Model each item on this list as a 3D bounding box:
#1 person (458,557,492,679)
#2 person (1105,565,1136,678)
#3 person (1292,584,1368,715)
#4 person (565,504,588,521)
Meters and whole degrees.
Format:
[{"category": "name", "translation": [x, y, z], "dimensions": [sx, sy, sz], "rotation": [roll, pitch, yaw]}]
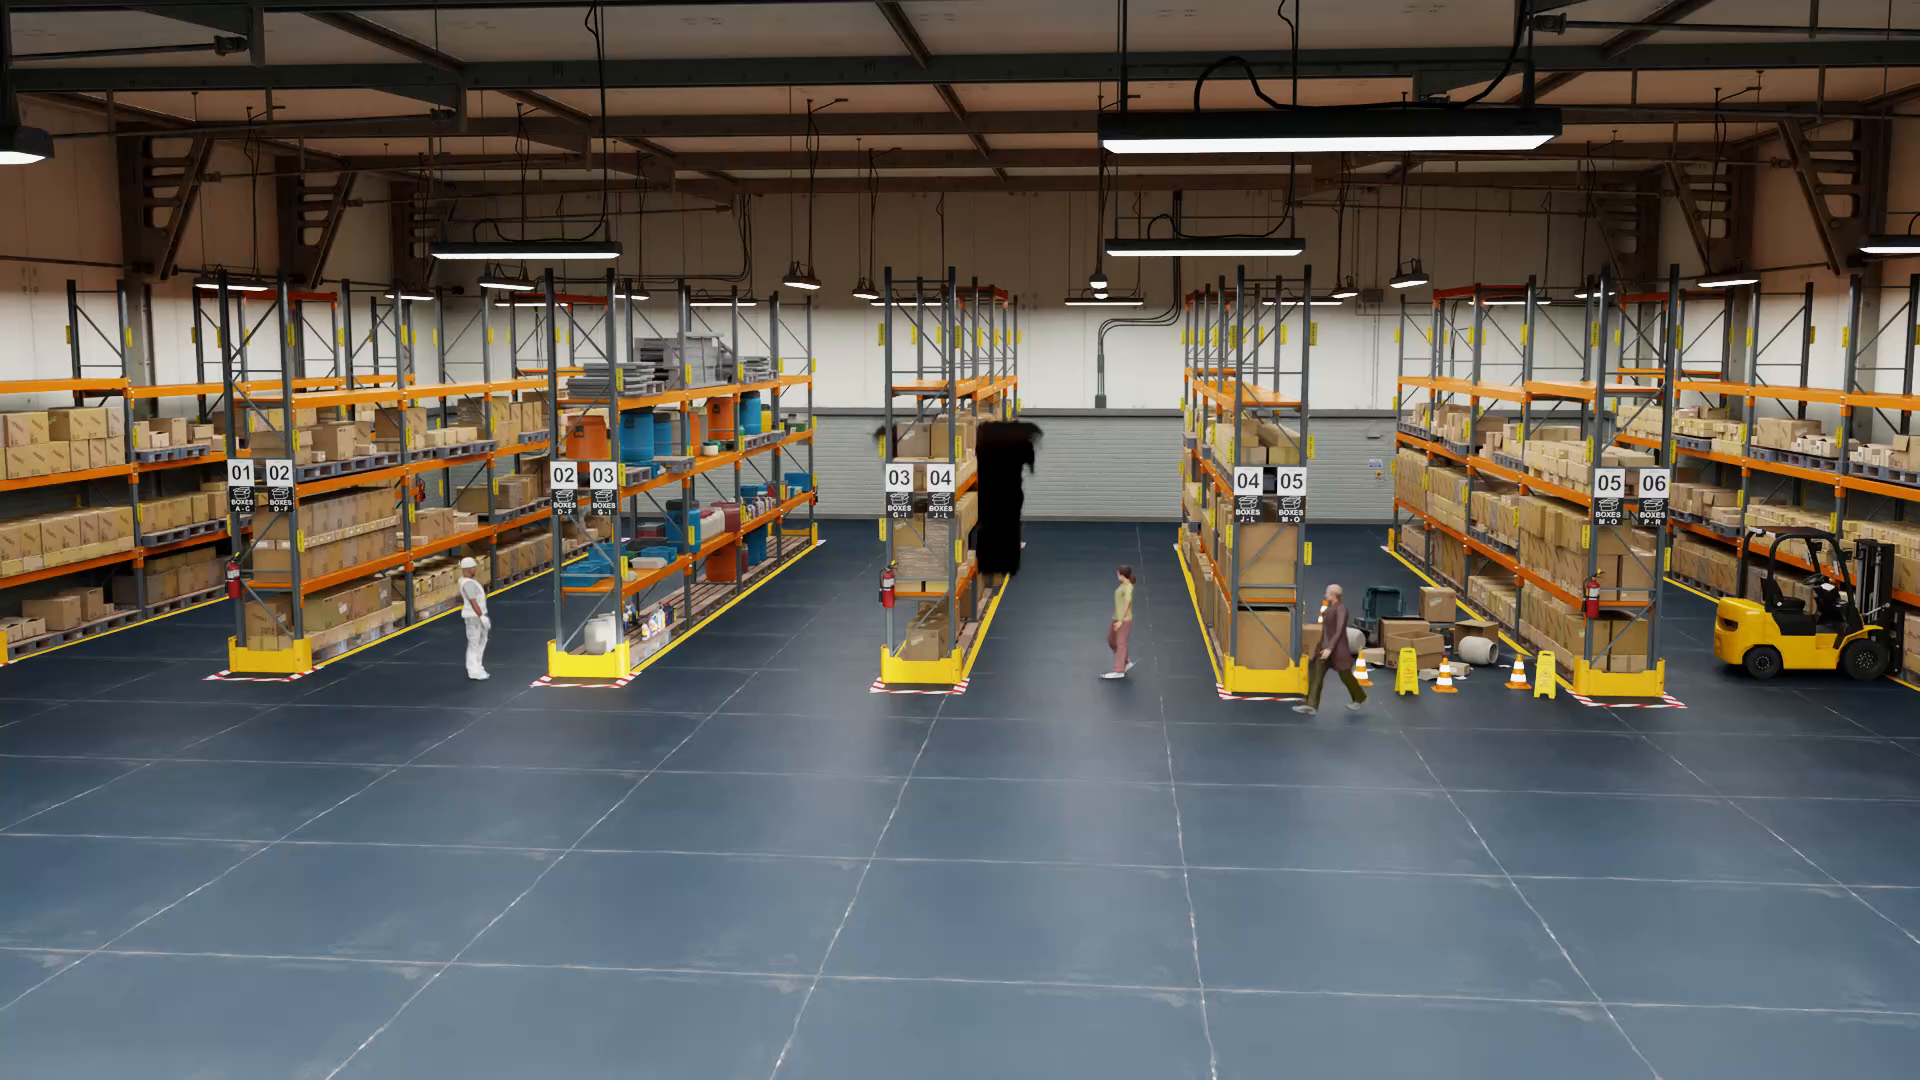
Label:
[{"category": "person", "translation": [-7.128, 1.164, 24.525], "dimensions": [0.579, 1.837, 0.642], "rotation": [0, 7, 3]}, {"category": "person", "translation": [2.357, 1.200, 24.579], "dimensions": [0.498, 1.682, 0.535], "rotation": [-1, 7, -11]}, {"category": "person", "translation": [4.968, 1.462, 22.104], "dimensions": [1.119, 1.725, 0.524], "rotation": [-4, 8, -31]}, {"category": "person", "translation": [-10.180, -1.268, 44.315], "dimensions": [0.609, 1.745, 0.549], "rotation": [1, 7, 12]}]
